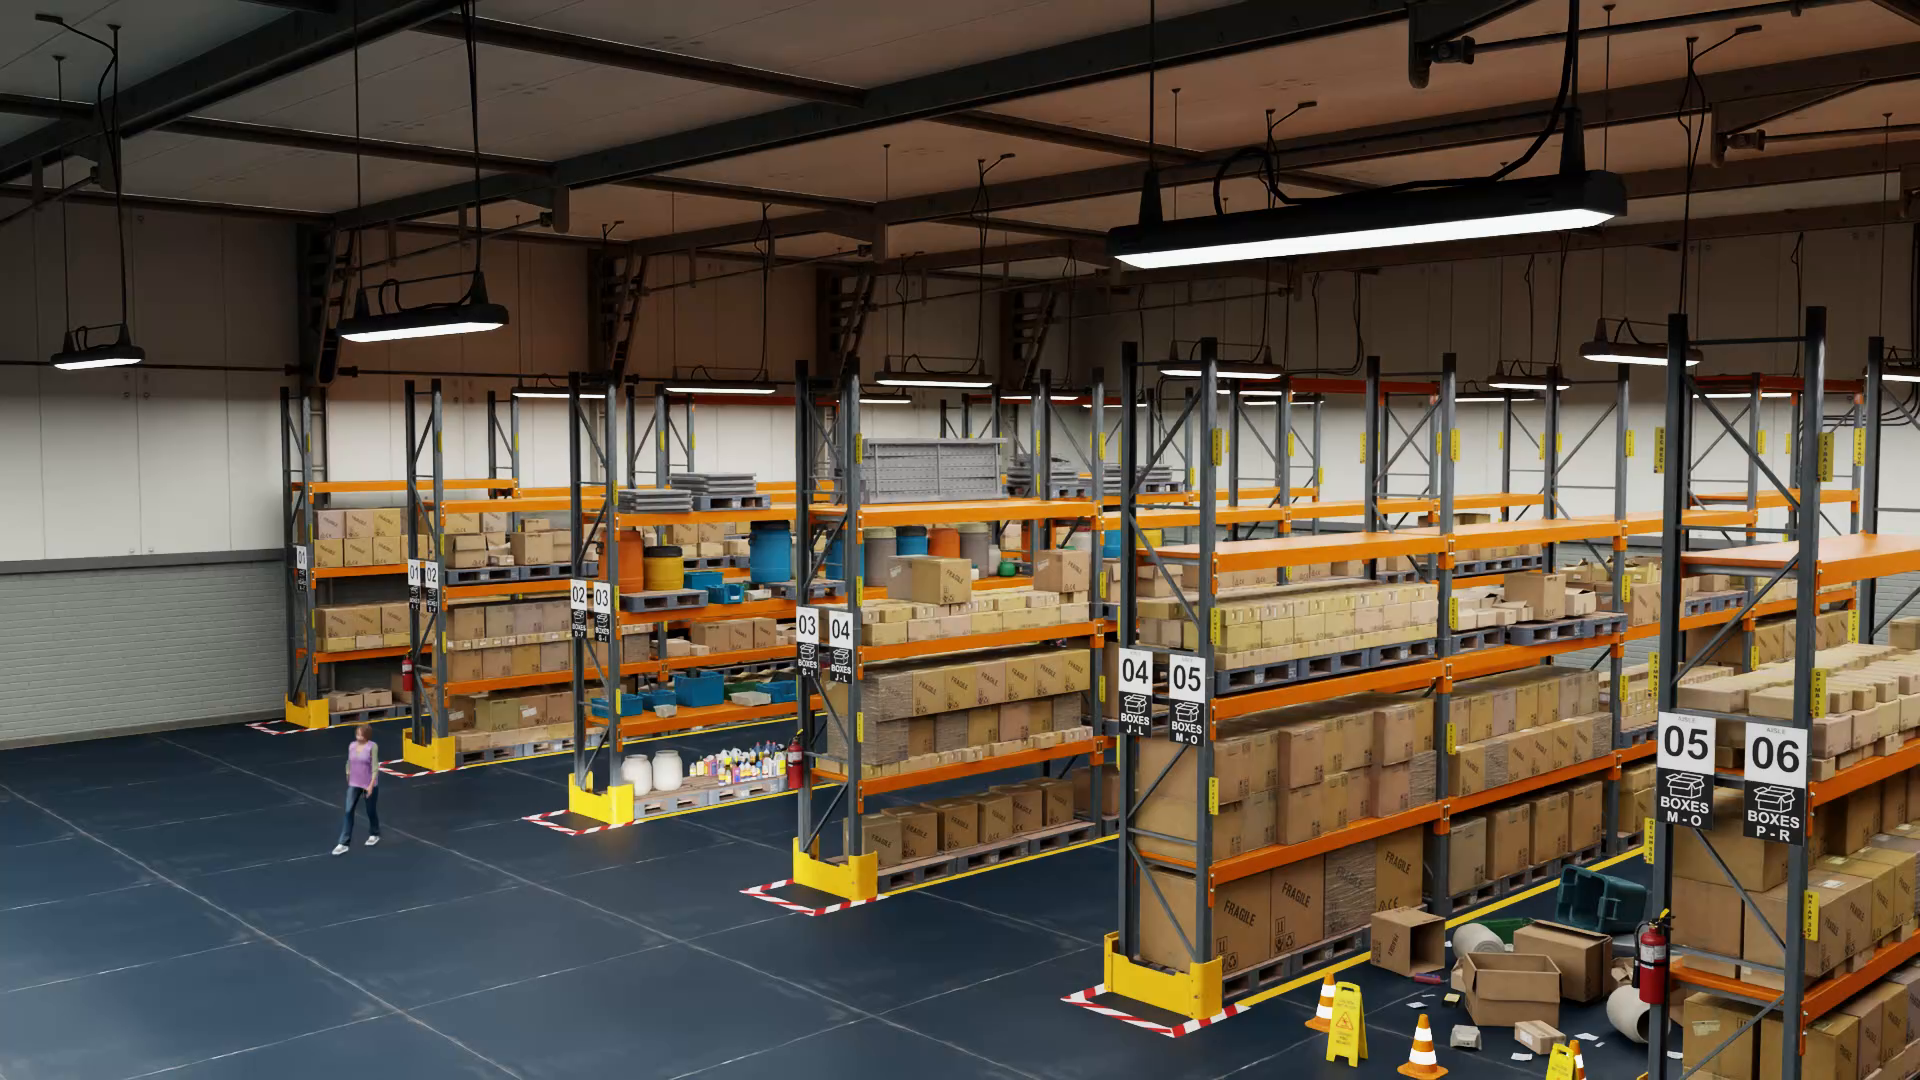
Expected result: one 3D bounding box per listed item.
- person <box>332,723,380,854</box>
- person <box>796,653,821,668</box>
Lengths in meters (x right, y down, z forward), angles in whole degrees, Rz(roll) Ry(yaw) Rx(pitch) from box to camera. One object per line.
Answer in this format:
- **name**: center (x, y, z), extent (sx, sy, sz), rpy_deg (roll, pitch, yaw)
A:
- **person**: center (-7.434, 3.053, 20.602), extent (0.475, 1.565, 0.780), rpy_deg (0, 4, 0)
- **person**: center (-2.980, 2.039, 33.984), extent (0.672, 1.644, 0.741), rpy_deg (4, 5, 44)
